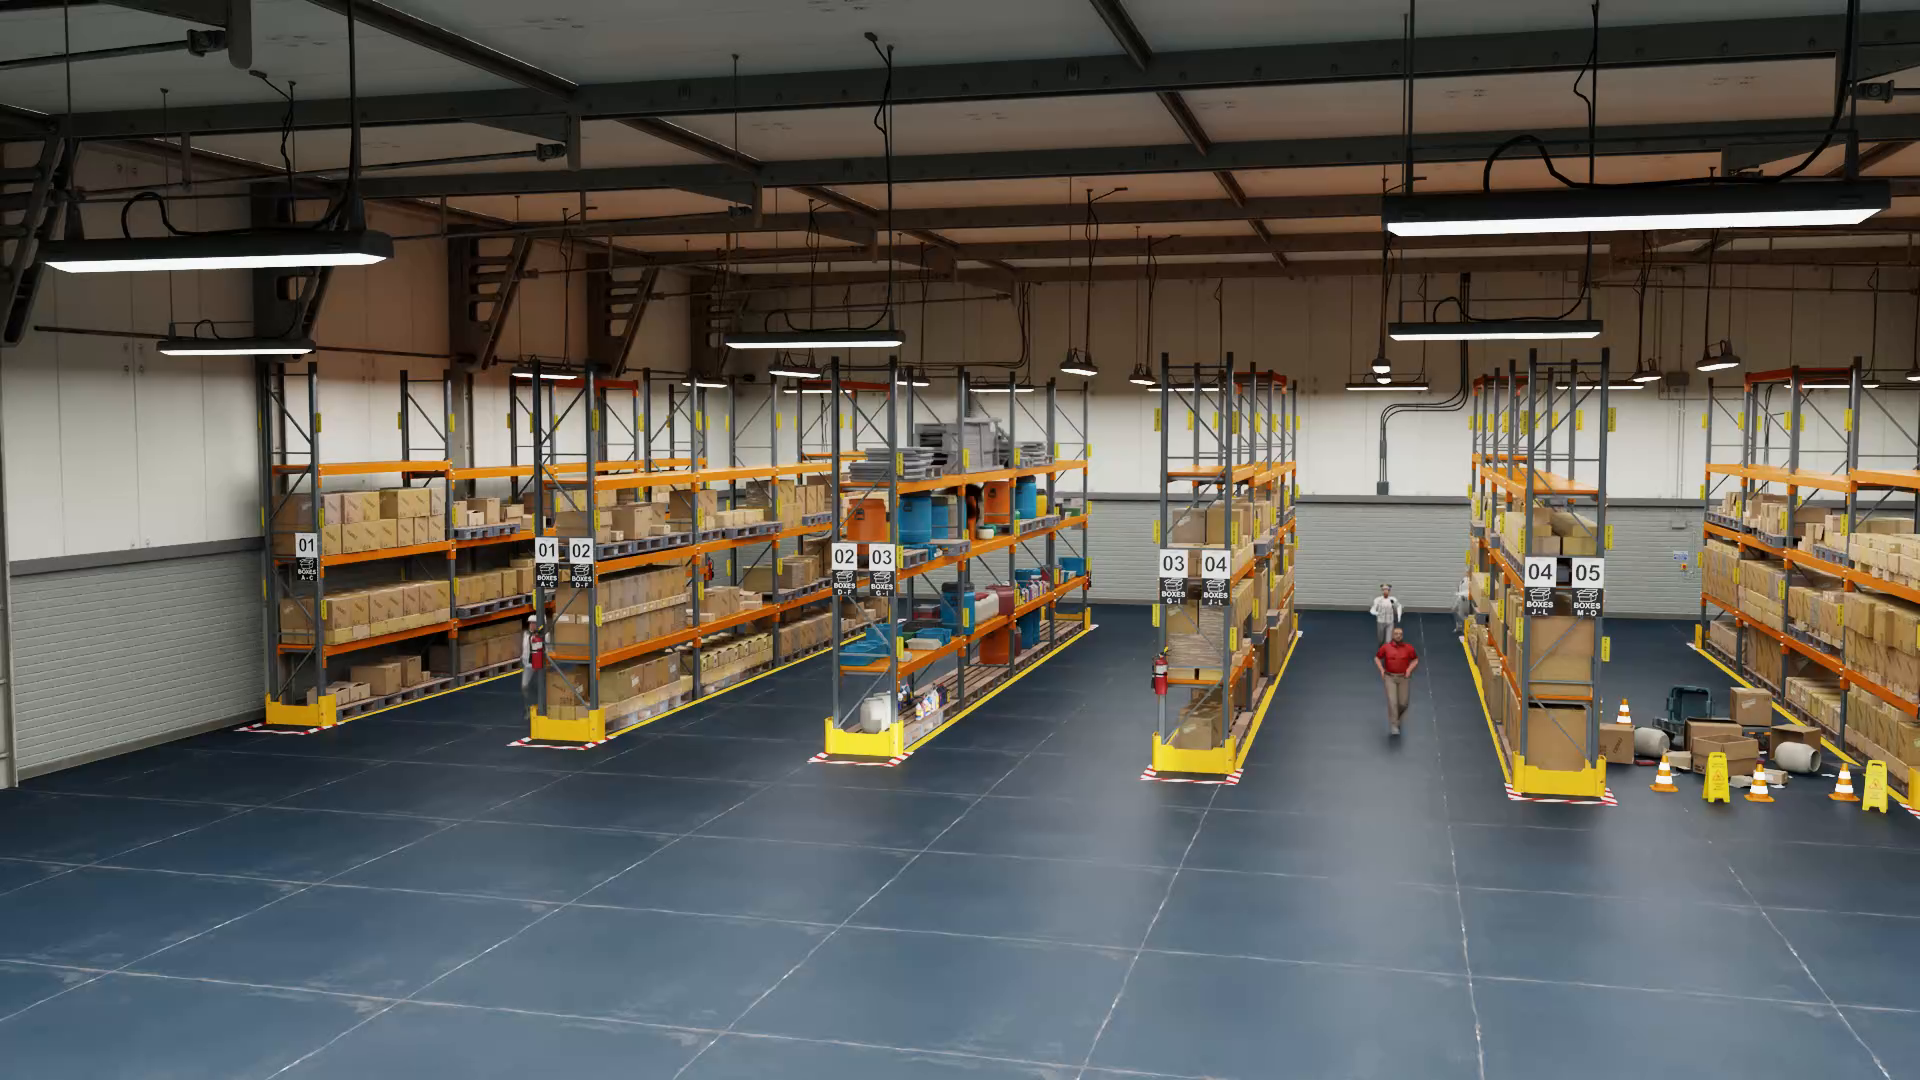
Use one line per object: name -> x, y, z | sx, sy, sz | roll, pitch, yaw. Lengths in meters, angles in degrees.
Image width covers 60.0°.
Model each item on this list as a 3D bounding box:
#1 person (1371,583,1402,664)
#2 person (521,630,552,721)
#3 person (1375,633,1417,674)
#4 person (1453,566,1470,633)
person -> 8.826, 1.709, 34.442 | 0.627, 1.636, 1.046 | 1, 4, 14
person -> -7.169, 2.268, 28.262 | 0.574, 1.569, 0.733 | 0, 4, 5
person -> 7.054, 1.831, 26.805 | 0.659, 0.683, 0.254 | 1, 4, 8
person -> 11.950, 1.426, 39.417 | 0.523, 1.662, 0.729 | 1, 4, 19
